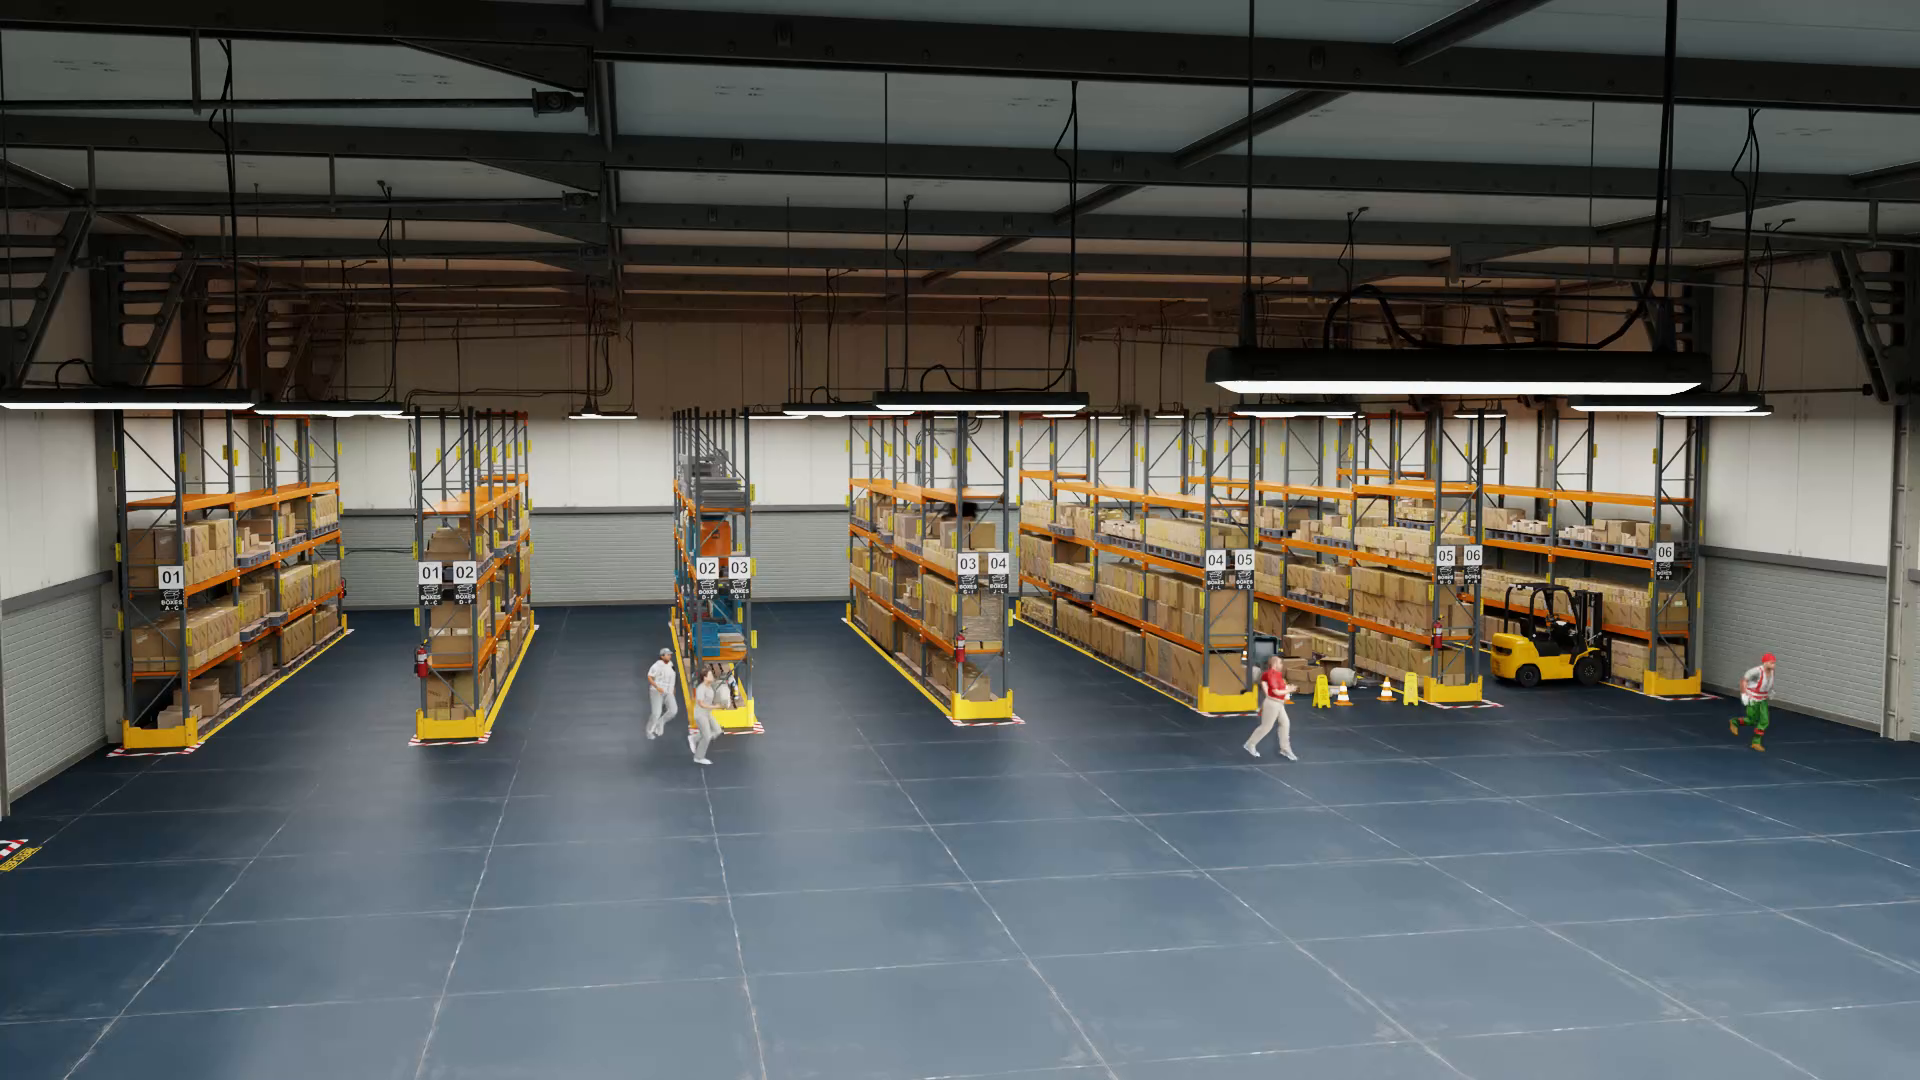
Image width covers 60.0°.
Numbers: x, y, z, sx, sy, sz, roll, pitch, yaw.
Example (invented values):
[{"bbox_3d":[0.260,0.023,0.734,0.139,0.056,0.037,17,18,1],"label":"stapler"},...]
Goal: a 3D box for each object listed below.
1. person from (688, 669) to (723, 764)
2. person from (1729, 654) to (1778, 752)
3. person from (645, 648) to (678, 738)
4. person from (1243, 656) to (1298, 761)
[{"bbox_3d":[-4.246,2.944,27.834,0.629,1.621,0.603,1,4,10],"label":"person"},{"bbox_3d":[13.937,2.813,29.198,0.658,1.722,0.908,-2,5,-27],"label":"person"},{"bbox_3d":[-5.364,2.773,30.204,0.550,1.611,0.662,4,6,44],"label":"person"},{"bbox_3d":[5.271,2.847,28.141,0.915,1.767,0.642,1,4,18],"label":"person"}]
